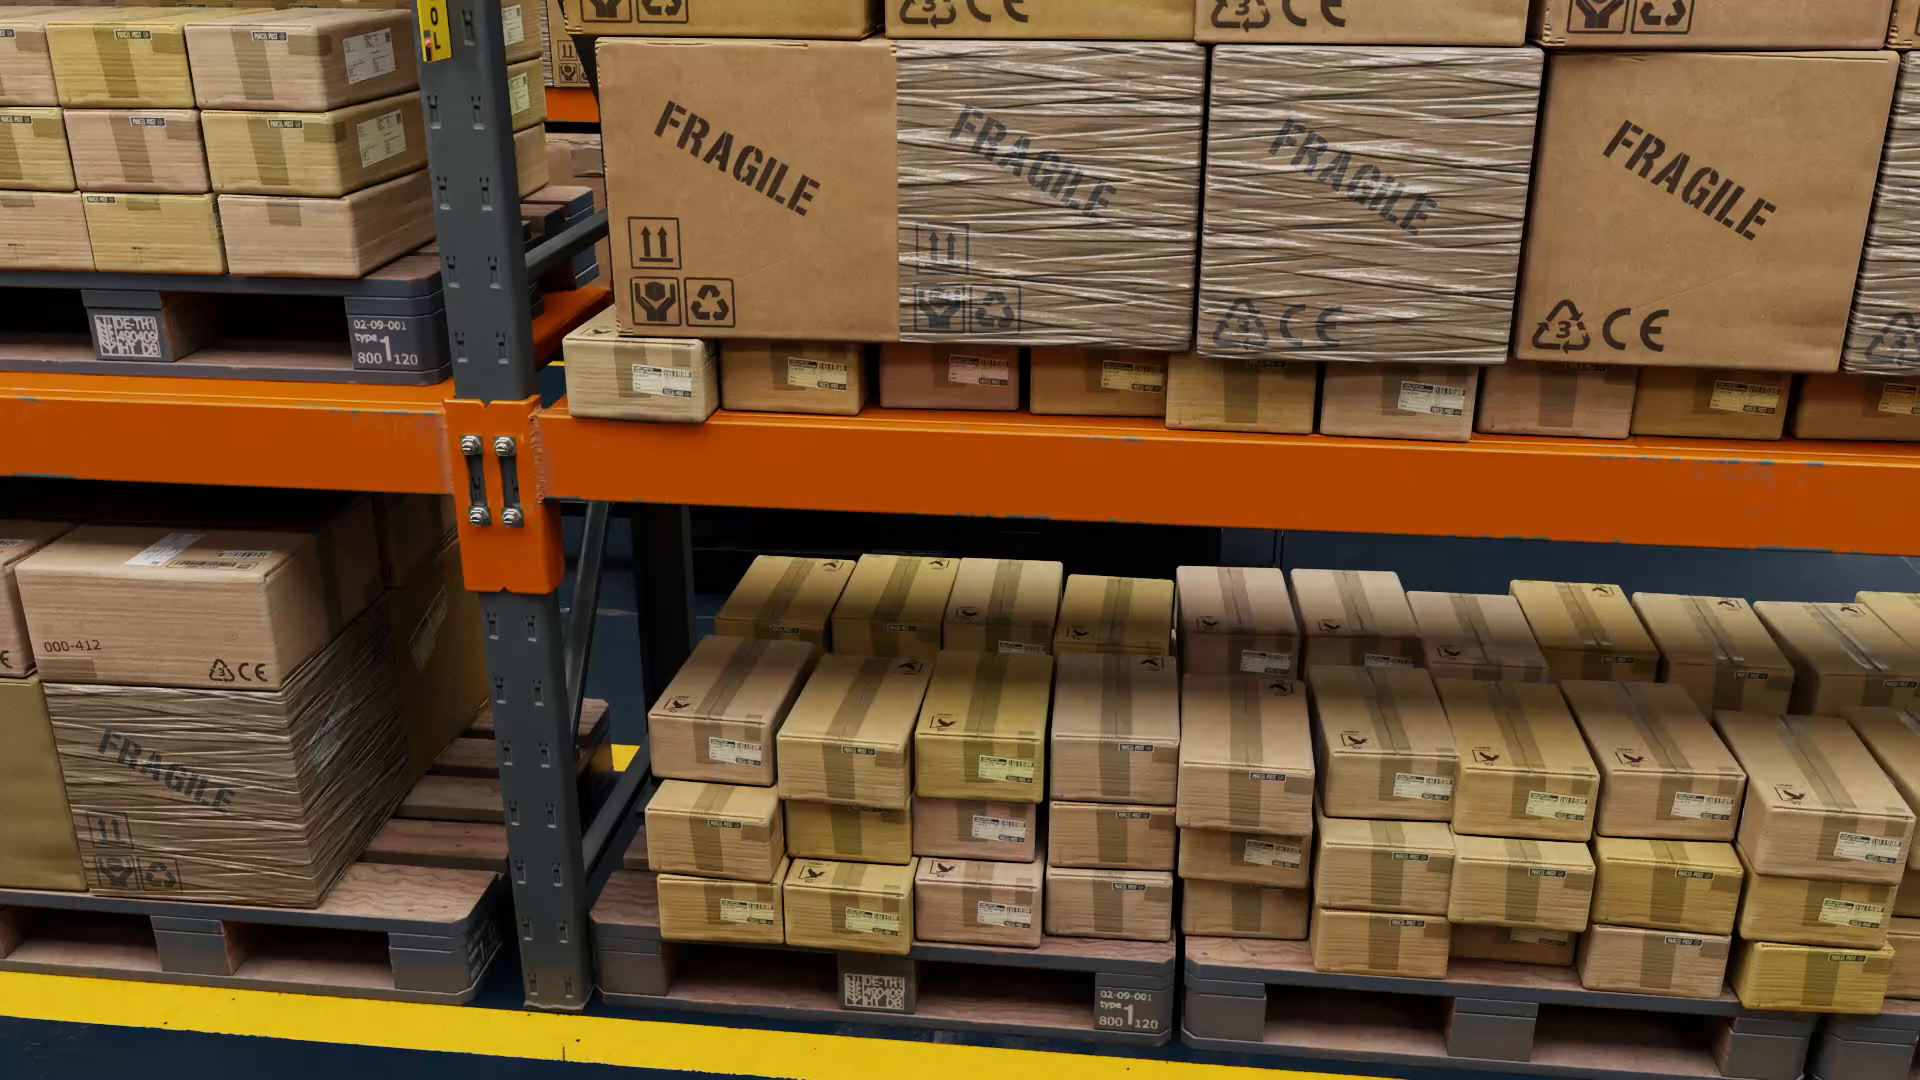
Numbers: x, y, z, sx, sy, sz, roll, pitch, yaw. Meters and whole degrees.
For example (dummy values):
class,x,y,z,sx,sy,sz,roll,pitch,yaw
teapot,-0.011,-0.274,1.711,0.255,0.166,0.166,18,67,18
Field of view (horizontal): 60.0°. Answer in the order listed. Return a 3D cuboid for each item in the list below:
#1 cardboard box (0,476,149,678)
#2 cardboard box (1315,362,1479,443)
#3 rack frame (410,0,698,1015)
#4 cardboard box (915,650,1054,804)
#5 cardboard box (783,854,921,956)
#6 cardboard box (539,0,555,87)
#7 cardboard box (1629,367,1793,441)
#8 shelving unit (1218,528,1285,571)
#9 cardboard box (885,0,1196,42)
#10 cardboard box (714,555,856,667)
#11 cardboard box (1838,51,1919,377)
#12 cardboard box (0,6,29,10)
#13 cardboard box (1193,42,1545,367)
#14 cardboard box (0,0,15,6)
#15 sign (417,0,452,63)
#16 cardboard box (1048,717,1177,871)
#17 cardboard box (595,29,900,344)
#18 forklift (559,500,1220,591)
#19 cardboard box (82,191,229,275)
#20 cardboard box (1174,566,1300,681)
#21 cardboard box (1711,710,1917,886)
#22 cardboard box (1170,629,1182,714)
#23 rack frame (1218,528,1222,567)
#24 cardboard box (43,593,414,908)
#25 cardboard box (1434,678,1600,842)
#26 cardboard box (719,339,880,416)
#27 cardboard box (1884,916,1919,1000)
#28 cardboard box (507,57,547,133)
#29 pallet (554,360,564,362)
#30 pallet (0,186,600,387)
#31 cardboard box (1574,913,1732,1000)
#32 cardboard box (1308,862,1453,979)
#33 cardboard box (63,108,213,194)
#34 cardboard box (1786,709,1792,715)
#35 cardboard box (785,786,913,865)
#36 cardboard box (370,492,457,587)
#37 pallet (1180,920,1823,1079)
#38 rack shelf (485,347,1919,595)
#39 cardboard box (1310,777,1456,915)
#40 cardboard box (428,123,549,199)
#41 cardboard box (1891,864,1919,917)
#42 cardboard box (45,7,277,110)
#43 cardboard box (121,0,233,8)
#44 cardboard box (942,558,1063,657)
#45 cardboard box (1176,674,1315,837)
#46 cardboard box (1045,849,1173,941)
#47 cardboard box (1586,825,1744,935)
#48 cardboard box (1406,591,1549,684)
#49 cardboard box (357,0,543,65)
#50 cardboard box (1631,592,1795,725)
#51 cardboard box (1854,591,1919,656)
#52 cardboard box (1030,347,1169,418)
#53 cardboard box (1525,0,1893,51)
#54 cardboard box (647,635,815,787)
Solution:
class,x,y,z,sx,sy,sz,roll,pitch,yaw
cardboard box,-2.064,0.056,3.526,0.500,0.250,0.500,4,22,9
cardboard box,0.771,-0.307,2.979,0.250,0.149,0.380,3,22,9
rack frame,-0.785,-0.595,3.365,0.127,3.000,1.000,2,22,6
cardboard box,0.056,0.376,3.407,0.250,0.149,0.380,2,22,6
cardboard box,-0.197,0.680,3.446,0.250,0.149,0.380,3,22,8
cardboard box,-2.105,-2.436,7.886,0.500,0.500,0.500,3,22,6
cardboard box,1.296,-0.310,2.985,0.250,0.149,0.380,3,22,7
shelving unit,0.967,-0.296,5.464,0.210,0.900,0.258,2,22,5
cardboard box,0.150,-1.120,2.791,0.500,0.500,0.500,2,22,5
cardboard box,-0.401,0.179,3.904,0.250,0.149,0.380,3,22,8
cardboard box,1.695,-0.575,2.774,0.500,0.500,0.500,3,22,6
cardboard box,-1.991,-0.931,3.176,0.250,0.149,0.380,2,22,6
cardboard box,0.665,-0.613,2.869,0.500,0.500,0.500,2,22,5
cardboard box,-2.156,-1.180,3.805,0.250,0.149,0.380,2,22,6
sign,-0.847,-0.931,2.639,0.005,0.325,0.100,2,22,6
cardboard box,0.313,0.518,3.452,0.250,0.149,0.380,1,22,4
cardboard box,-0.323,-0.667,3.005,0.500,0.500,0.500,2,22,5
forklift,-0.627,-1.384,5.454,3.031,2.935,1.130,2,22,5
cardboard box,-1.461,-0.629,3.223,0.250,0.149,0.380,3,22,7
cardboard box,0.633,0.202,3.847,0.250,0.149,0.380,1,22,4
cardboard box,1.593,0.479,3.145,0.250,0.149,0.380,3,22,8
cardboard box,0.596,0.357,3.858,0.250,0.149,0.380,3,22,8
rack frame,0.866,-0.299,5.472,0.006,0.900,0.240,2,22,5
cardboard box,-1.550,0.432,3.596,0.500,0.500,0.500,2,22,5
cardboard box,1.081,0.426,3.279,0.250,0.149,0.380,3,22,7
cardboard box,-0.277,-0.363,3.119,0.250,0.149,0.380,3,22,8
cardboard box,1.873,0.739,3.297,0.250,0.149,0.380,3,22,7
cardboard box,-1.123,-0.997,3.747,0.250,0.149,0.380,3,22,7
pallet,-2.091,-1.163,8.593,1.213,0.211,1.003,2,22,6
pallet,-1.527,-0.592,3.619,1.213,0.211,1.003,2,22,6
cardboard box,1.344,0.732,3.316,0.250,0.149,0.380,3,22,7
cardboard box,0.832,0.710,3.371,0.250,0.149,0.380,2,22,5
cardboard box,-1.466,-0.768,3.168,0.250,0.149,0.380,3,22,7
cardboard box,1.936,0.392,3.770,0.250,0.149,0.380,3,22,8
cardboard box,-0.201,0.508,3.477,0.250,0.149,0.380,3,22,7
cardboard box,-1.488,-0.105,3.935,0.500,0.250,0.500,2,22,4
pallet,1.101,0.770,3.706,1.213,0.211,1.003,2,22,6
rack shelf,1.201,-0.174,3.279,4.000,0.370,1.077,2,22,6
cardboard box,0.826,0.572,3.314,0.250,0.149,0.380,2,22,6
cardboard box,-1.123,-0.859,3.802,0.250,0.149,0.380,1,22,4
cardboard box,1.858,0.580,3.294,0.250,0.149,0.380,2,22,6
cardboard box,-1.474,-0.908,3.117,0.250,0.149,0.380,2,22,5
cardboard box,-1.654,-1.157,3.748,0.250,0.149,0.380,3,22,7
cardboard box,0.105,0.184,3.892,0.250,0.149,0.380,2,22,6
cardboard box,0.561,0.420,3.296,0.250,0.149,0.380,3,22,7
cardboard box,0.313,0.664,3.486,0.250,0.149,0.380,2,22,5
cardboard box,1.345,0.594,3.259,0.250,0.149,0.380,4,22,9
cardboard box,1.136,0.259,3.701,0.250,0.149,0.380,3,22,6
cardboard box,-1.123,-1.135,3.693,0.250,0.149,0.380,4,22,9
cardboard box,1.653,0.263,3.691,0.250,0.149,0.380,3,22,8
cardboard box,2.183,0.259,3.701,0.250,0.149,0.380,2,22,6
cardboard box,0.263,-0.356,3.103,0.250,0.149,0.380,2,22,4
cardboard box,1.157,-1.064,2.650,0.500,0.500,0.500,2,22,4
cardboard box,-0.468,0.349,3.474,0.250,0.149,0.380,3,22,8
